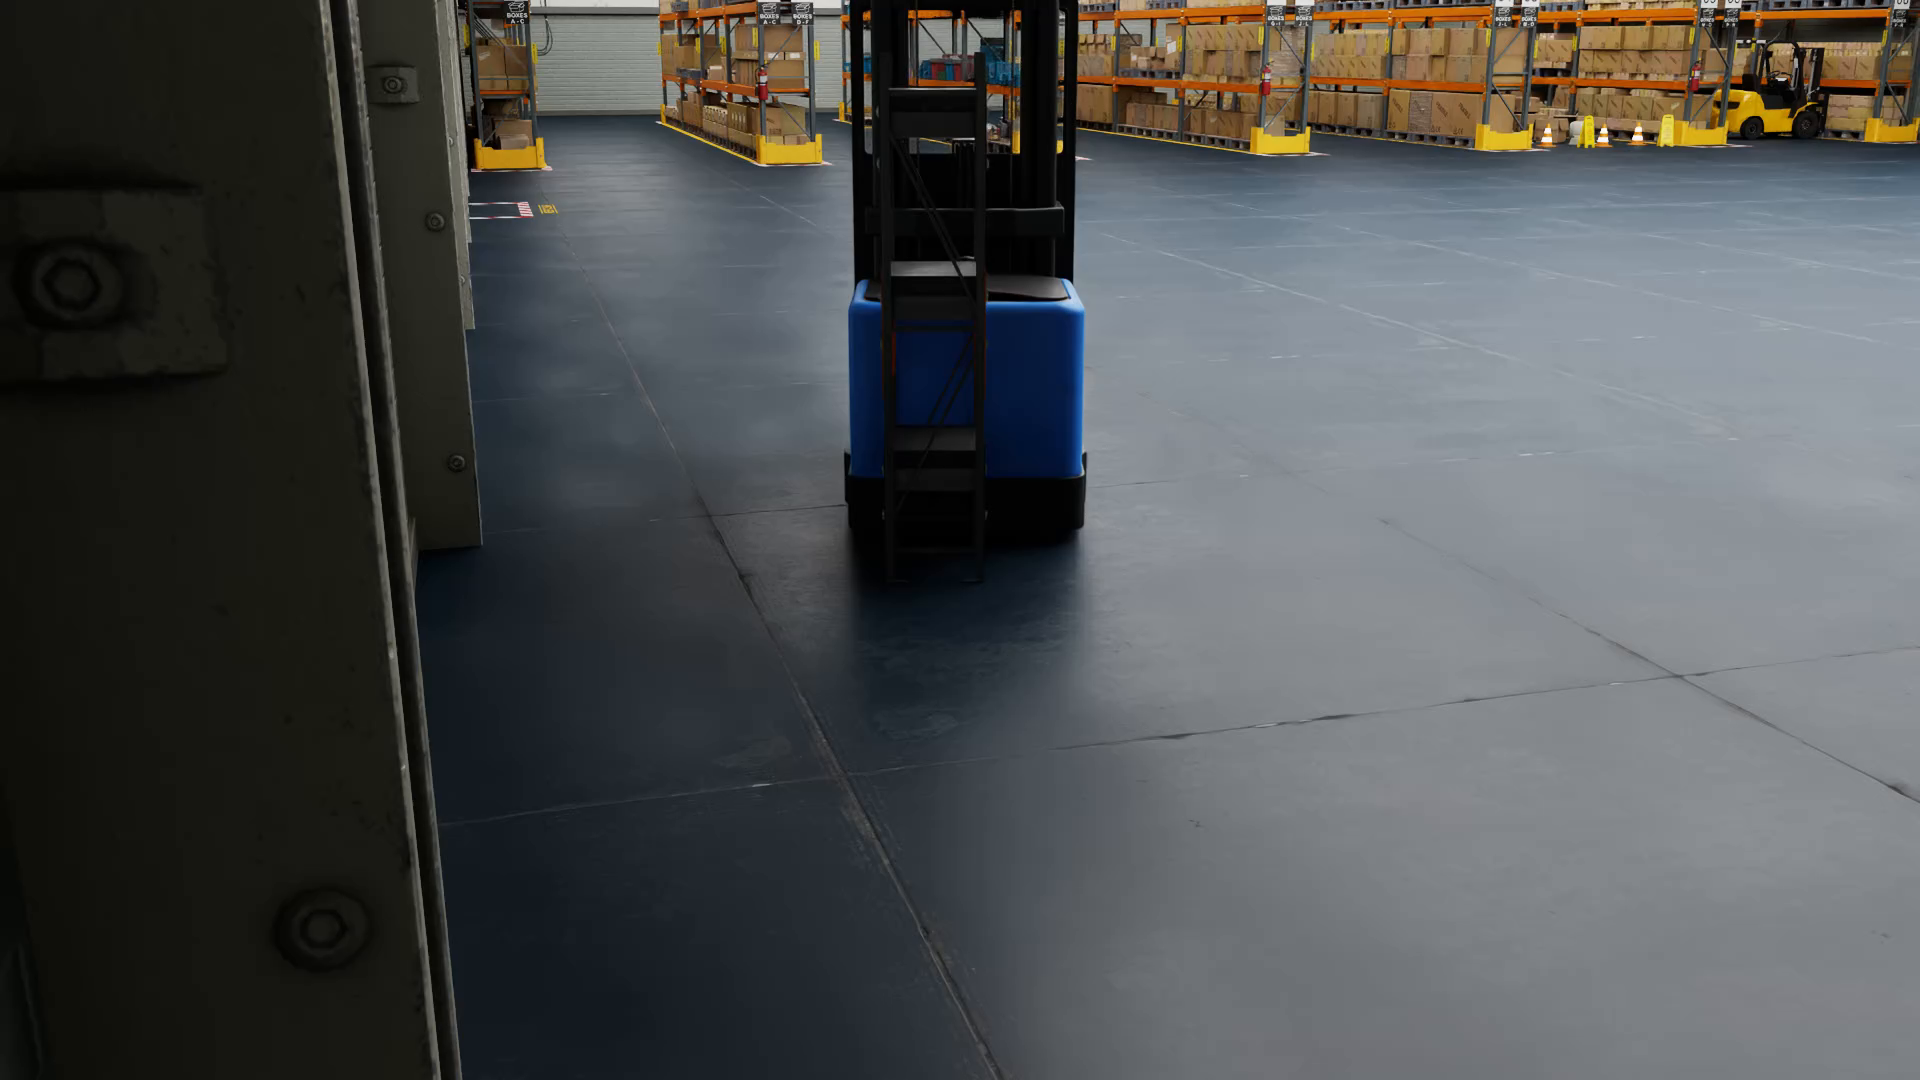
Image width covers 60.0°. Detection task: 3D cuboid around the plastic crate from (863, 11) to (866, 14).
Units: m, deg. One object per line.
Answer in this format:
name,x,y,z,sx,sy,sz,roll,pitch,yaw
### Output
plastic crate,-2.380,-13.704,43.104,0.293,0.136,0.466,-5,17,-15

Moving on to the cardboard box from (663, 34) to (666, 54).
cardboard box,-7.508,-13.027,43.694,0.500,0.500,0.500,-5,17,-15

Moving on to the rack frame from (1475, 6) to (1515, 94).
rack frame,13.726,-12.141,42.655,1.000,3.000,0.127,-5,17,-15

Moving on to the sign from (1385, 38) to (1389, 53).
sign,9.574,-11.086,37.269,0.100,0.325,0.005,-5,17,-15

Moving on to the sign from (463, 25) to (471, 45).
sign,-8.431,-8.637,28.429,0.100,0.325,0.005,-5,17,-15

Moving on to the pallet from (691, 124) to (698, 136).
pallet,-5.829,-9.786,39.663,1.003,0.211,1.213,-5,17,-15

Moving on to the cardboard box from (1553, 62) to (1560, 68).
cardboard box,14.362,-11.310,39.596,0.380,0.149,0.250,-5,17,-17

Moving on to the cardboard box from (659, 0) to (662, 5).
cardboard box,-7.636,-14.229,43.786,0.500,0.250,0.500,-5,17,-15

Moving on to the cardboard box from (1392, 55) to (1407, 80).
cardboard box,10.206,-10.586,37.217,0.875,0.550,0.550,-5,17,-15

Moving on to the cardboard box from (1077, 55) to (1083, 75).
cardboard box,3.260,-12.087,42.303,0.500,0.500,0.500,-5,17,-17

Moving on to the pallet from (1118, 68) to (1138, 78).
pallet,4.495,-11.076,39.446,1.213,0.211,1.003,-5,17,-15

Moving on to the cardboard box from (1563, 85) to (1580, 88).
cardboard box,17.358,-12.909,47.184,0.380,0.149,0.250,-6,18,-18

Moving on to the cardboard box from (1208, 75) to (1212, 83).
cardboard box,5.433,-9.703,34.978,0.380,0.149,0.250,-5,17,-15

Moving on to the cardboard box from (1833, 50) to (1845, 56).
cardboard box,20.044,-11.038,37.683,0.380,0.149,0.250,-5,18,-17

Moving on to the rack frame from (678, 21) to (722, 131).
rack frame,-6.428,-11.681,41.126,1.000,3.000,0.127,-5,17,-15

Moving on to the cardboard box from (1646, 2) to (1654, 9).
cardboard box,15.232,-11.677,36.334,0.380,0.149,0.250,-5,17,-17

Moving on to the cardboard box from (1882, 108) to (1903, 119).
cardboard box,20.766,-9.591,37.349,0.500,0.250,0.500,-4,17,-14

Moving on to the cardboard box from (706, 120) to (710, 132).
cardboard box,-5.328,-9.152,36.756,0.500,0.250,0.500,-5,17,-17

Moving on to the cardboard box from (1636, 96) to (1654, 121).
cardboard box,15.306,-9.516,36.664,0.500,0.500,0.500,-4,17,-13

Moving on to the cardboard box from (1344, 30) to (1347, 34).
cardboard box,11.460,-14.923,48.878,0.380,0.149,0.250,-4,17,-14

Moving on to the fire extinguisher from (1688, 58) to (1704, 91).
fire extinguisher,15.512,-9.823,35.072,0.296,0.674,0.183,-5,17,-15

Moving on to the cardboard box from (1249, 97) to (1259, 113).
cardboard box,7.990,-11.460,44.005,0.500,0.500,0.500,-4,17,-13

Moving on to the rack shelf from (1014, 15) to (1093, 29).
rack shelf,2.548,-14.109,45.244,1.077,0.370,4.000,-5,17,-15

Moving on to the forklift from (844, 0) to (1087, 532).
forklift,0.017,-1.808,8.377,1.130,2.935,3.031,0,17,0

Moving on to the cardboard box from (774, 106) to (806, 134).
cardboard box,-3.203,-7.909,31.315,0.500,0.500,0.500,-5,17,-15

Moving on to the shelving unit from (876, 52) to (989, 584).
shelving unit,-0.105,-0.898,6.790,0.431,2.100,0.503,0,17,0

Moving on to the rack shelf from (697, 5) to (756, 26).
rack shelf,-4.779,-11.114,35.273,1.077,0.370,4.000,-5,17,-15

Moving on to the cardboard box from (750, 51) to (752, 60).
cardboard box,-3.776,-9.169,31.462,0.380,0.149,0.250,-4,17,-14

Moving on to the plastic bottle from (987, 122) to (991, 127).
plastic bottle,0.577,-8.324,33.788,0.144,0.351,0.185,-4,17,-13

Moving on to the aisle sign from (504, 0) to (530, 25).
aisle sign,-7.584,-9.218,28.407,0.394,0.787,0.004,-5,17,-15

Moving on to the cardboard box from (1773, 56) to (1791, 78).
cardboard box,19.626,-11.189,39.314,0.500,0.500,0.500,-4,17,-14

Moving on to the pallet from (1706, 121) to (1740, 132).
pallet,19.356,-10.293,41.351,1.003,0.211,1.213,-5,17,-15

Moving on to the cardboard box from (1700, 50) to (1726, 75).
cardboard box,16.061,-10.271,35.740,0.500,0.500,0.500,-5,17,-16

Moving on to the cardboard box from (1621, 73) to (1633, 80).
cardboard box,15.042,-10.379,37.228,0.380,0.149,0.250,-5,17,-15

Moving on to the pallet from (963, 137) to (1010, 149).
pallet,0.679,-8.334,34.831,1.003,0.211,1.213,-5,17,-15

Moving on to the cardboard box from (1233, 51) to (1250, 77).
cardboard box,6.018,-9.618,33.565,0.875,0.500,0.500,-5,17,-15

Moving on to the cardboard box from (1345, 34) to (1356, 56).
cardboard box,9.532,-11.700,39.277,0.700,0.500,0.500,-5,17,-16

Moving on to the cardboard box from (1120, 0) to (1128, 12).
cardboard box,4.082,-12.572,39.137,0.500,0.250,0.500,-4,17,-14

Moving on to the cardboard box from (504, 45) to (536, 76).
cardboard box,-7.734,-8.422,29.198,0.500,0.500,0.500,-5,17,-15

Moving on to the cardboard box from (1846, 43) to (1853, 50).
cardboard box,20.202,-11.115,37.423,0.380,0.149,0.250,-5,17,-15

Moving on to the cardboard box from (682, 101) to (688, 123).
cardboard box,-6.529,-10.542,40.913,0.500,0.500,0.500,-6,18,-18

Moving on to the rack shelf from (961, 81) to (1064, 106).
rack shelf,1.084,-8.961,33.321,1.077,0.370,4.000,-5,17,-15

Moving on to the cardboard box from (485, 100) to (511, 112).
cardboard box,-9.481,-8.916,34.197,0.500,0.250,0.500,-5,17,-17

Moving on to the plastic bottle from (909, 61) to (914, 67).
plastic bottle,-1.185,-11.757,41.465,0.144,0.351,0.185,-5,17,-15

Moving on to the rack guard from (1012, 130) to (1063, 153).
rack guard,1.567,-7.573,31.793,1.175,0.500,0.348,-5,17,-15

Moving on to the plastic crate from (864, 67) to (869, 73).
plastic crate,-2.432,-12.432,43.980,0.293,0.136,0.466,-5,17,-15

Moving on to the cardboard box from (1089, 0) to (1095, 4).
cardboard box,3.615,-13.608,41.415,0.797,0.503,0.637,-5,17,-16

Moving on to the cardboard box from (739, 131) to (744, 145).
cardboard box,-3.986,-7.785,32.205,0.500,0.250,0.500,-5,17,-15

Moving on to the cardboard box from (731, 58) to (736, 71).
cardboard box,-4.570,-9.876,34.941,0.500,0.500,0.500,-3,17,-11

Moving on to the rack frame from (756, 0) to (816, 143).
rack frame,-3.130,-8.362,30.076,1.000,3.000,0.127,-5,17,-15

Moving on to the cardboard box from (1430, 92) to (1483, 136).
cardboard box,10.699,-9.117,35.554,0.875,0.875,0.875,-5,17,-16

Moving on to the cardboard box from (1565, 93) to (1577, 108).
cardboard box,17.470,-12.346,46.955,0.500,0.500,0.500,-5,17,-16

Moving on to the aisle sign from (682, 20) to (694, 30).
aisle sign,-7.252,-14.076,44.579,0.394,0.787,0.004,-5,17,-15
